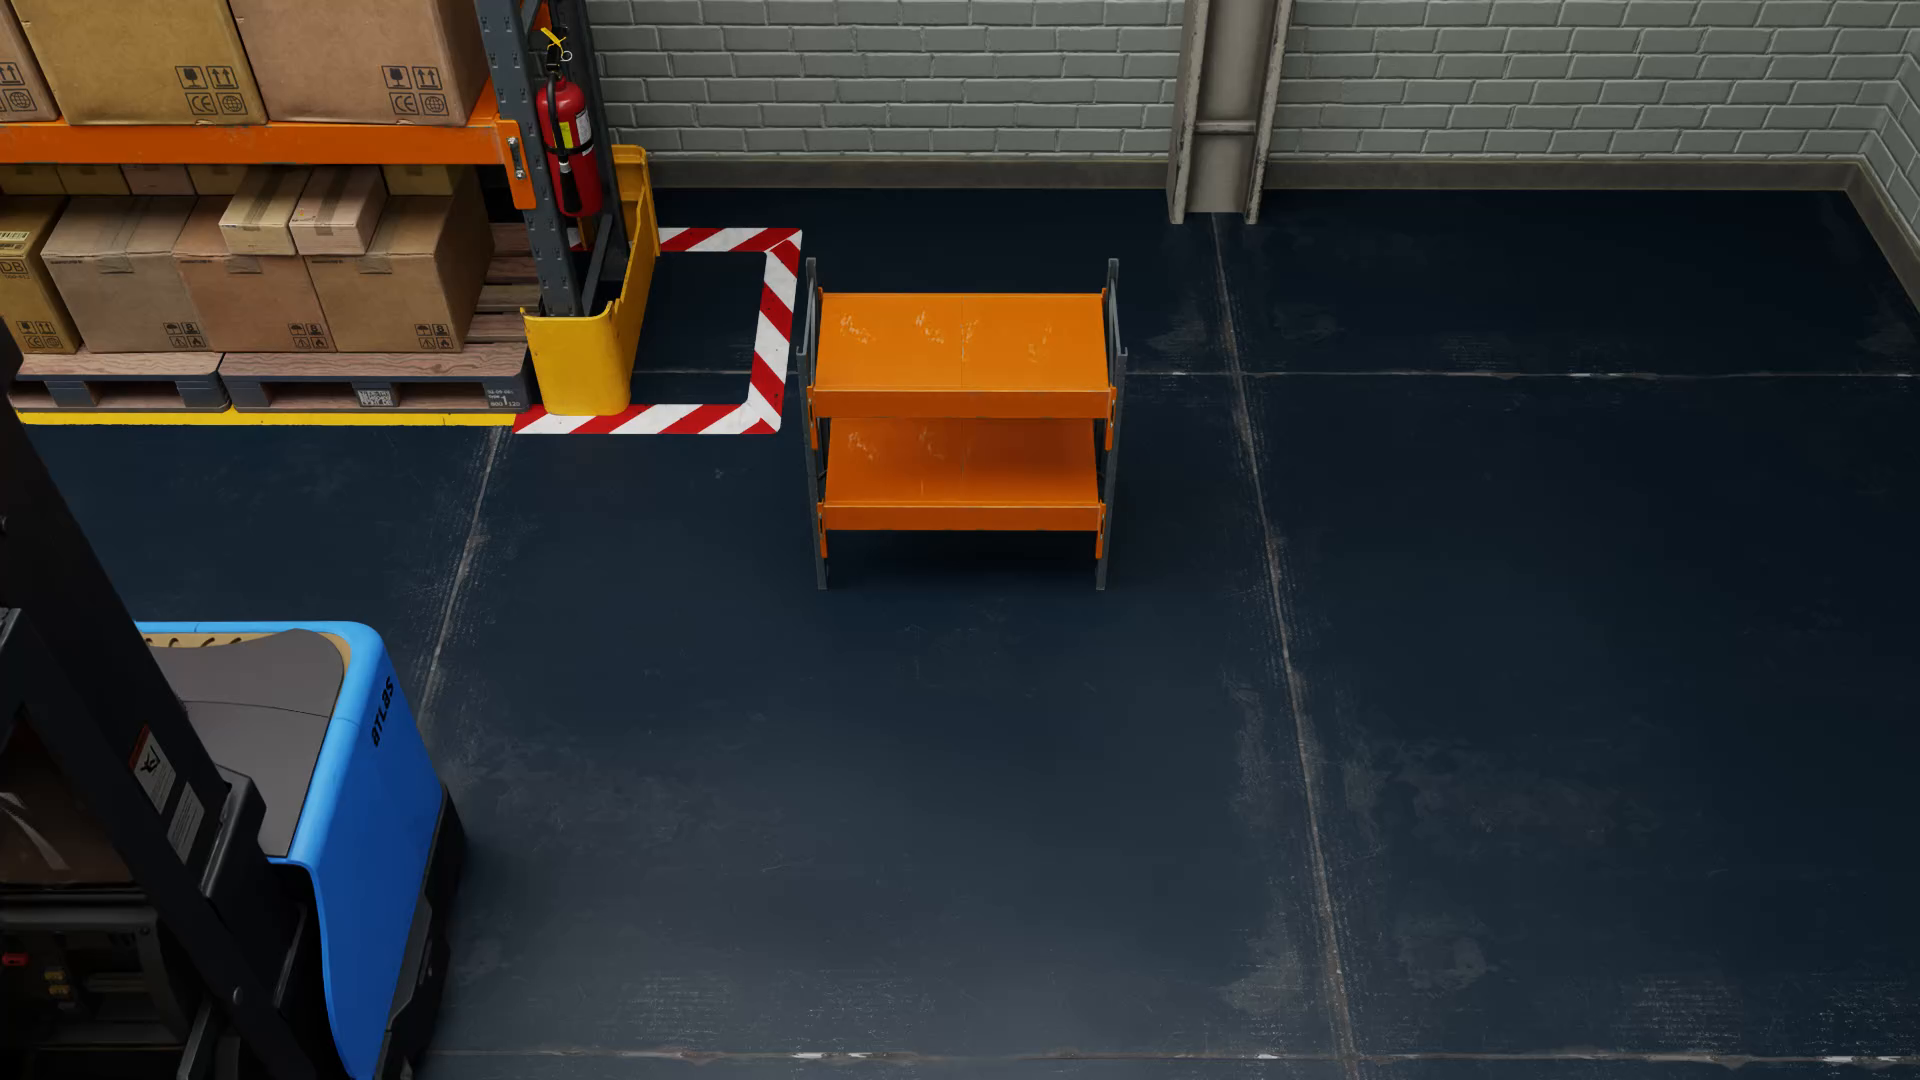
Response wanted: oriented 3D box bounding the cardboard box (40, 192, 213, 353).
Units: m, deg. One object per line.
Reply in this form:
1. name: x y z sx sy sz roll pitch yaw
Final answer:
1. cardboard box: -3.245 -1.175 6.715 0.500 0.500 0.700 -1 47 -1

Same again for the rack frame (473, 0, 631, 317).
1. rack frame: -1.541 -1.953 6.018 0.127 3.000 1.000 0 47 0

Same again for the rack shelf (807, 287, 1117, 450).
1. rack shelf: 0.007 -0.583 5.624 1.000 0.278 0.538 0 47 0

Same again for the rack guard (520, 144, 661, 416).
1. rack guard: -1.517 -1.101 6.933 0.348 0.500 1.175 0 47 0

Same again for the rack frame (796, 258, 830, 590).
1. rack frame: -0.502 -0.385 5.840 0.032 1.125 0.500 0 47 0

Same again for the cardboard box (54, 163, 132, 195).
1. cardboard box: -3.384 -1.542 6.614 0.250 0.149 0.380 1 47 1

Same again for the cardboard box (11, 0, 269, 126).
1. cardboard box: -2.779 -2.043 5.897 0.700 0.700 0.980 0 47 0

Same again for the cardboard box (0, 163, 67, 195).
1. cardboard box: -3.637 -1.543 6.615 0.250 0.149 0.380 -1 47 -1

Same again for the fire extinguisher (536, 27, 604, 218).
1. fire extinguisher: -1.392 -1.461 5.868 0.183 0.674 0.296 0 47 0

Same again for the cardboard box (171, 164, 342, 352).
1. cardboard box: -2.742 -1.174 6.714 0.500 0.500 0.700 0 47 0

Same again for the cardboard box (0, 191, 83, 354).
1. cardboard box: -3.778 -1.171 6.712 0.500 0.500 0.700 1 47 1

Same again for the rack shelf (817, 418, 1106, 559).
1. rack shelf: 0.007 -0.217 6.017 1.000 0.278 0.538 0 47 0

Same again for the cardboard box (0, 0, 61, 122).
1. cardboard box: -3.541 -2.052 5.905 0.700 0.700 0.980 -2 47 -2

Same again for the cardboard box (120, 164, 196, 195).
1. cardboard box: -3.127 -1.542 6.614 0.250 0.149 0.380 1 47 1

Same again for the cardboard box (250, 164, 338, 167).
1. cardboard box: -2.622 -1.541 6.612 0.250 0.149 0.380 0 47 0

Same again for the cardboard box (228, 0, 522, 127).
1. cardboard box: -2.051 -2.049 5.903 0.700 0.700 0.980 2 47 2

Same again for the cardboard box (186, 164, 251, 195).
1. cardboard box: -2.873 -1.542 6.613 0.250 0.149 0.380 1 47 0

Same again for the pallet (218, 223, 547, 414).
1. pallet: -2.341 -0.947 6.988 1.213 0.211 1.003 0 47 0

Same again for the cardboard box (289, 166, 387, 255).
1. cardboard box: -2.371 -1.261 6.352 0.250 0.149 0.380 0 47 0

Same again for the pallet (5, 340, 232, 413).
1. pallet: -3.558 -0.953 6.993 1.213 0.211 1.003 0 47 0

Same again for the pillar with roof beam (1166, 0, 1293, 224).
1. pillar with roof beam: 1.146 -1.471 1.472 0.400 9.000 9.100 0 47 0

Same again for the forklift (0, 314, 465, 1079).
1. forklift: -2.088 1.037 3.282 1.130 2.935 3.031 0 47 0

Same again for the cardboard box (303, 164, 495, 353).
1. cardboard box: -2.242 -1.173 6.713 0.500 0.500 0.700 0 47 0

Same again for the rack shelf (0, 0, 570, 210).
1. rack shelf: -3.541 -1.713 6.287 4.000 0.370 1.077 0 47 0

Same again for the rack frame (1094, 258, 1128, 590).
1. rack frame: 0.515 -0.382 5.837 0.032 1.125 0.500 0 47 0

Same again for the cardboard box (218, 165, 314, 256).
1. cardboard box: -2.626 -1.261 6.352 0.250 0.149 0.380 1 47 1

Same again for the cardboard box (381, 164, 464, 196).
1. cardboard box: -2.116 -1.540 6.612 0.250 0.149 0.380 0 47 0

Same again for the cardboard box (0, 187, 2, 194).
1. cardboard box: -3.895 -1.543 6.615 0.250 0.149 0.380 1 47 1

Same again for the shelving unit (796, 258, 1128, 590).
1. shelving unit: 0.007 -0.383 5.838 1.048 1.125 0.538 0 47 0
